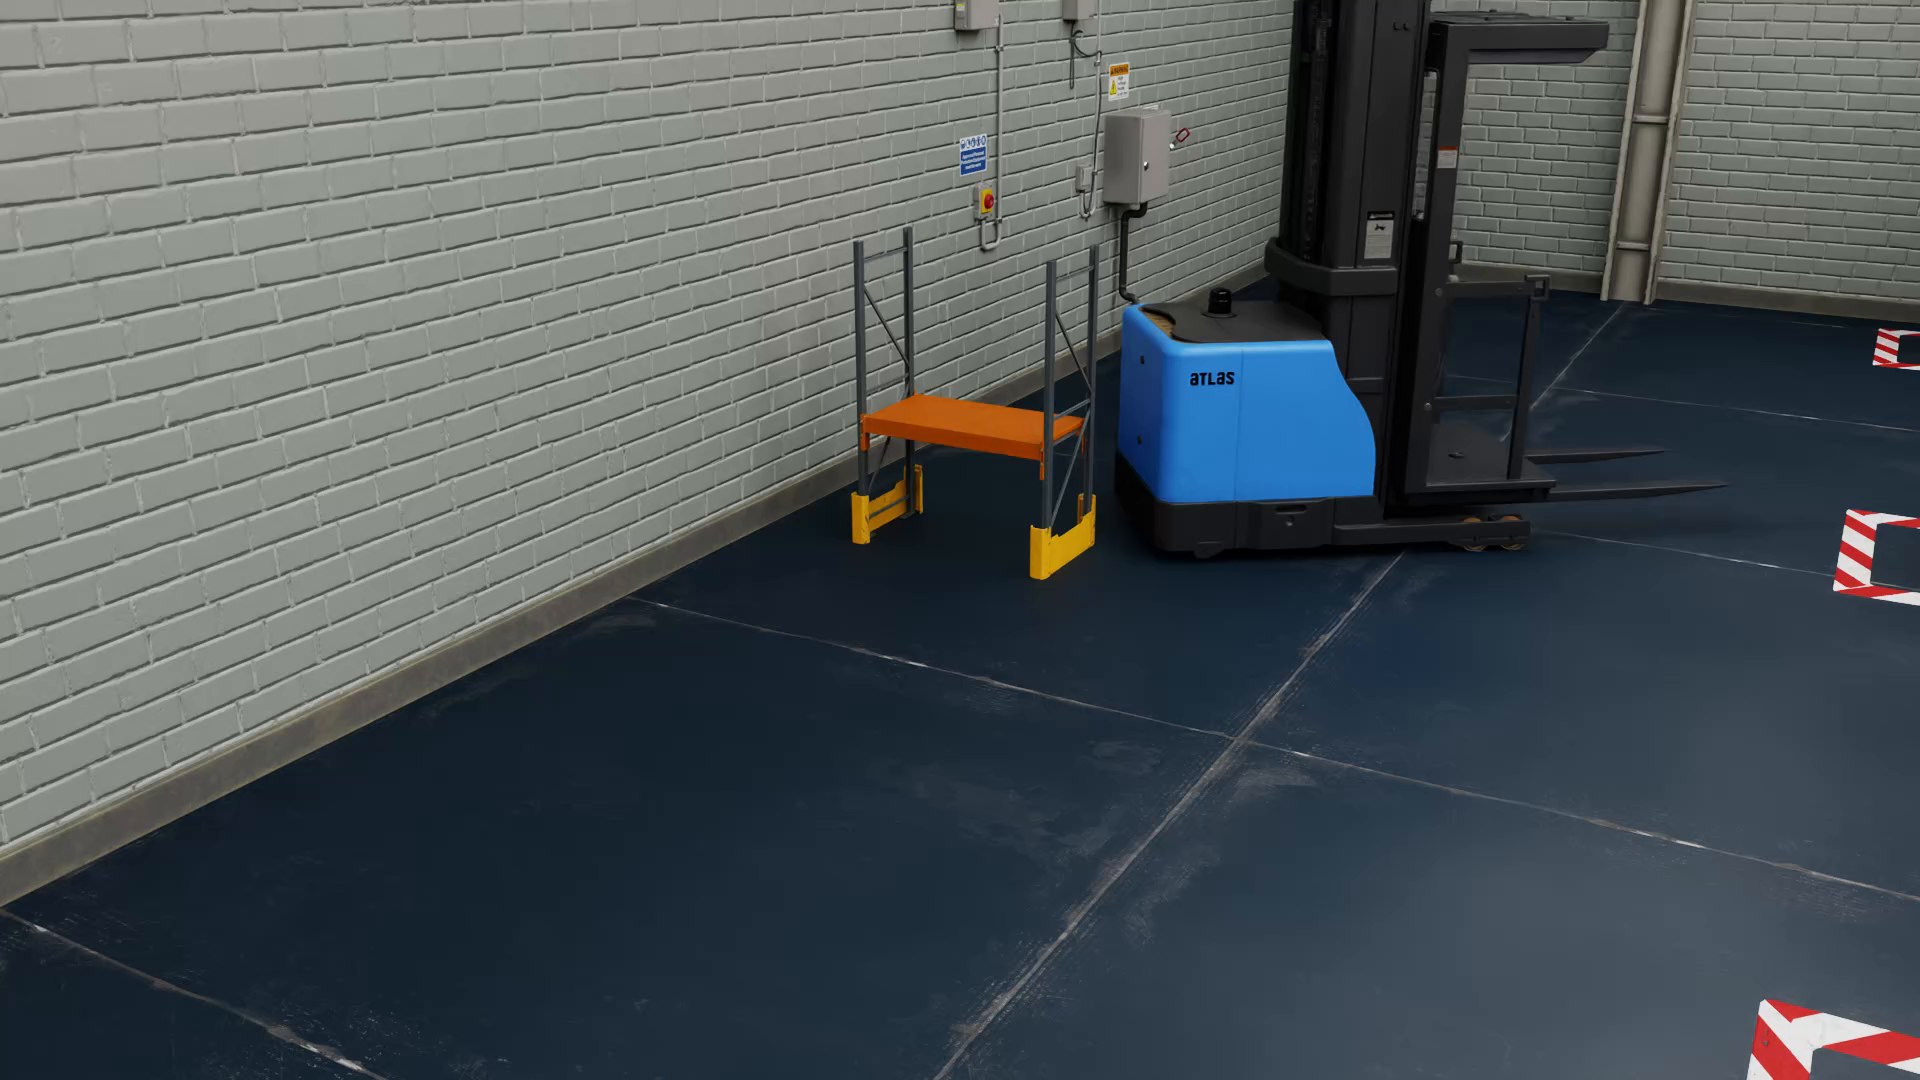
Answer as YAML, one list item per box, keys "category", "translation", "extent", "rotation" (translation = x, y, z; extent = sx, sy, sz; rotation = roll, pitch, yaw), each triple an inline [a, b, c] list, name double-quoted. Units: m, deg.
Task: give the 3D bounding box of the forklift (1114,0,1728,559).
- category: "forklift"
  translation: [2.381, -1.495, 8.188]
  extent: [3.031, 2.935, 1.130]
  rotation: [-3, 20, -7]

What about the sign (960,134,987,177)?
- category: "sign"
  translation: [0.079, -2.288, 9.879]
  extent: [0.001, 0.218, 0.327]
  rotation: [11, 23, 27]

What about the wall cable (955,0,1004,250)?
- category: "wall cable"
  translation: [0.156, -2.658, 9.758]
  extent: [0.123, 1.953, 0.585]
  rotation: [11, 23, 27]

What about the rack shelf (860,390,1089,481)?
- category: "rack shelf"
  translation: [0.074, -0.522, 8.132]
  extent: [1.000, 0.185, 0.538]
  rotation: [11, 23, 27]

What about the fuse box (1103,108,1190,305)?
- category: "fuse box"
  translation: [1.308, -2.161, 11.813]
  extent: [0.414, 1.711, 0.539]
  rotation: [11, 23, 27]

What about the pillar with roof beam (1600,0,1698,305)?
- category: "pillar with roof beam"
  translation: [3.494, -4.968, 8.865]
  extent: [0.400, 9.000, 9.100]
  rotation: [11, 23, 27]

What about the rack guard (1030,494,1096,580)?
- category: "rack guard"
  translation: [0.501, -0.022, 8.059]
  extent: [0.087, 0.250, 0.587]
  rotation: [11, 23, 27]

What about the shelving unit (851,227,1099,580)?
- category: "shelving unit"
  translation: [0.067, -0.692, 8.074]
  extent: [1.083, 1.500, 0.587]
  rotation: [11, 23, 27]

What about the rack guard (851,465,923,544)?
- category: "rack guard"
  translation: [-0.368, -0.188, 8.516]
  extent: [0.087, 0.250, 0.587]
  rotation: [11, 23, 27]

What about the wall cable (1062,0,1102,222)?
- category: "wall cable"
  translation: [0.838, -3.067, 10.932]
  extent: [0.122, 1.984, 0.588]
  rotation: [11, 23, 27]

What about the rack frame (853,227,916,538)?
- category: "rack frame"
  translation: [-0.369, -0.775, 8.303]
  extent: [0.032, 1.500, 0.500]
  rotation: [11, 23, 27]

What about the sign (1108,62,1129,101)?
- category: "sign"
  translation: [1.100, -3.173, 11.502]
  extent: [0.001, 0.242, 0.339]
  rotation: [11, 23, 27]

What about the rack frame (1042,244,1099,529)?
- category: "rack frame"
  translation: [0.518, -0.606, 7.837]
  extent: [0.032, 1.500, 0.500]
  rotation: [11, 23, 27]

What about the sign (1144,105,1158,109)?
- category: "sign"
  translation: [1.368, -2.903, 12.110]
  extent: [0.001, 0.494, 0.329]
  rotation: [11, 23, 27]
